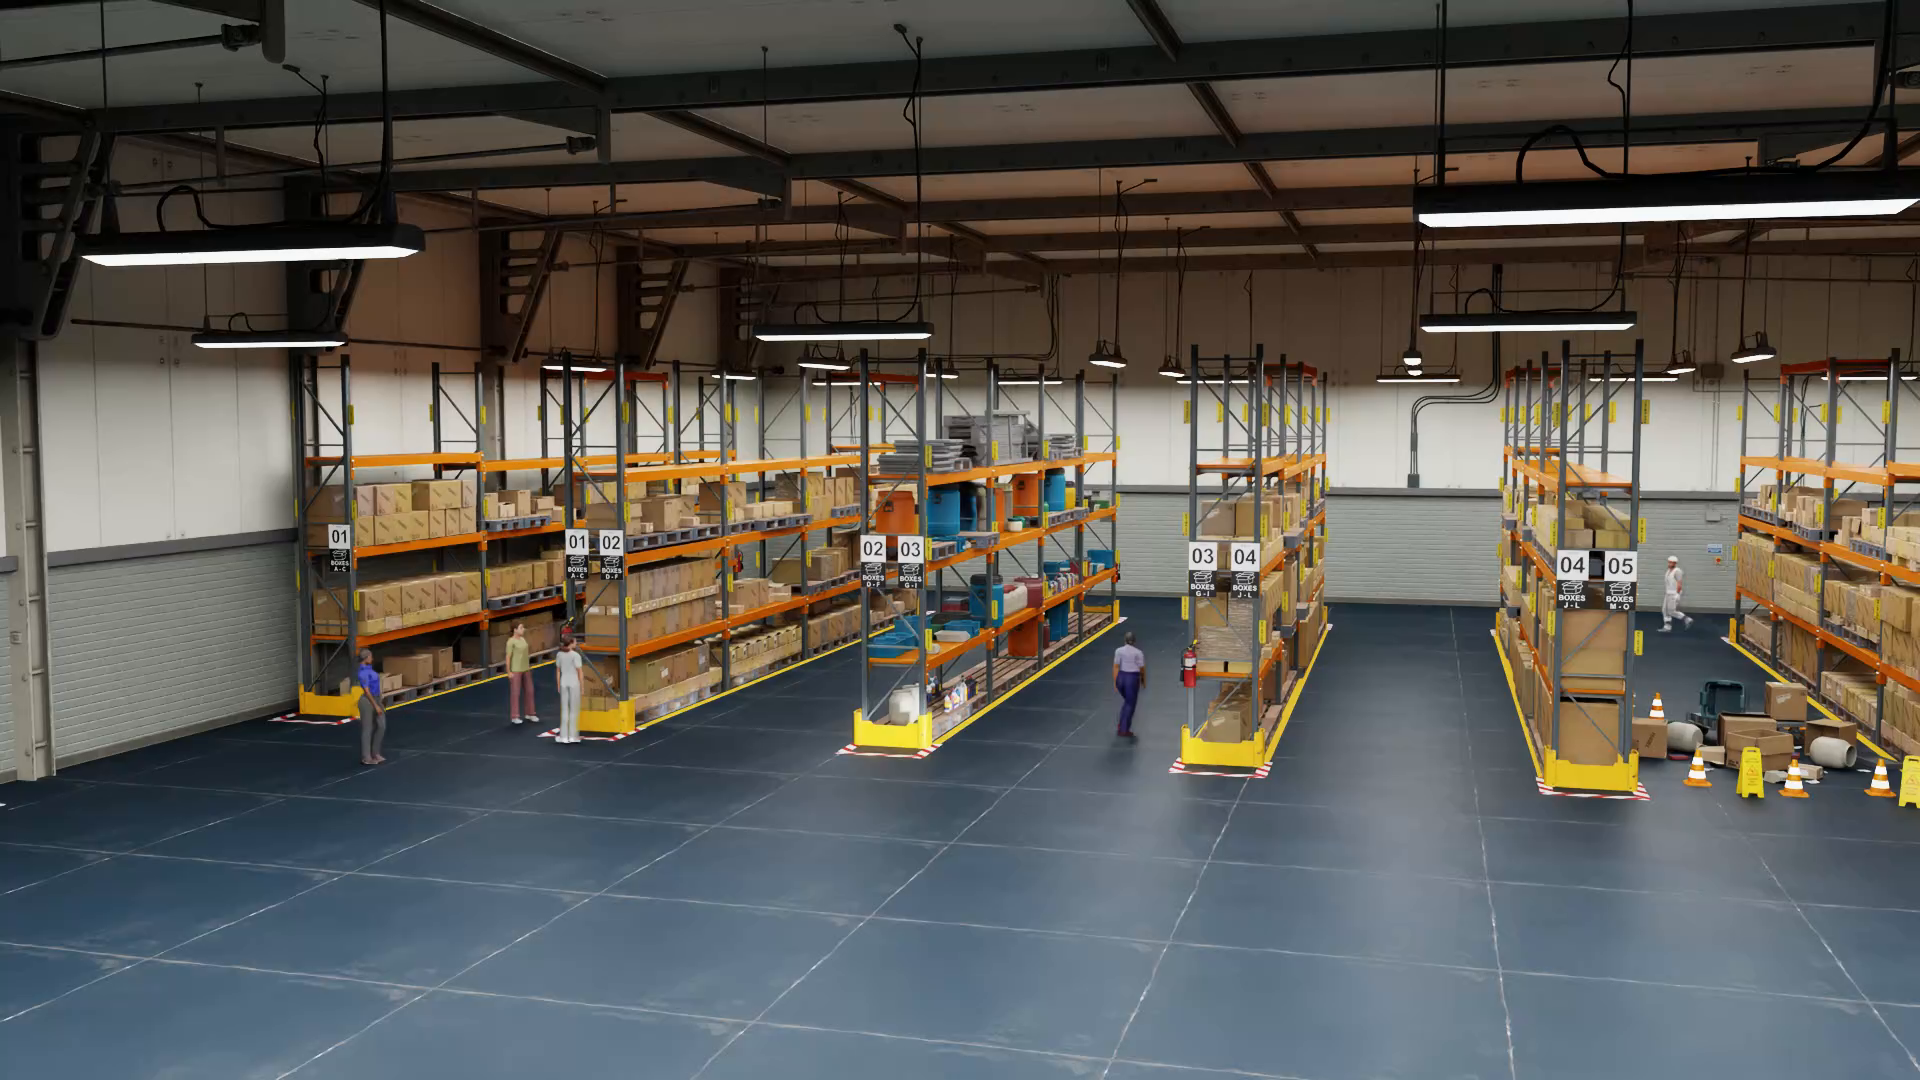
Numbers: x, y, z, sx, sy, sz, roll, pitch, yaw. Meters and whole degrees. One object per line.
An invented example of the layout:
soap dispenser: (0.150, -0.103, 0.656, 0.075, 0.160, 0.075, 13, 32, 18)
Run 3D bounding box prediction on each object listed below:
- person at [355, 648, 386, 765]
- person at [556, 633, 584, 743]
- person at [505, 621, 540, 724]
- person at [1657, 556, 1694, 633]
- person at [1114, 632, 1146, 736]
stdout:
person: (-8.442, 2.397, 23.937, 0.520, 1.690, 0.515, 1, 4, 13)
person: (-5.962, 2.265, 25.418, 0.491, 1.688, 0.381, 1, 4, 16)
person: (-7.166, 2.154, 27.108, 0.349, 1.702, 0.561, 3, 5, 33)
person: (16.400, 1.253, 38.112, 0.747, 1.767, 0.565, 1, 4, 14)
person: (2.668, 2.250, 25.892, 0.466, 1.676, 0.486, -4, 6, -40)
